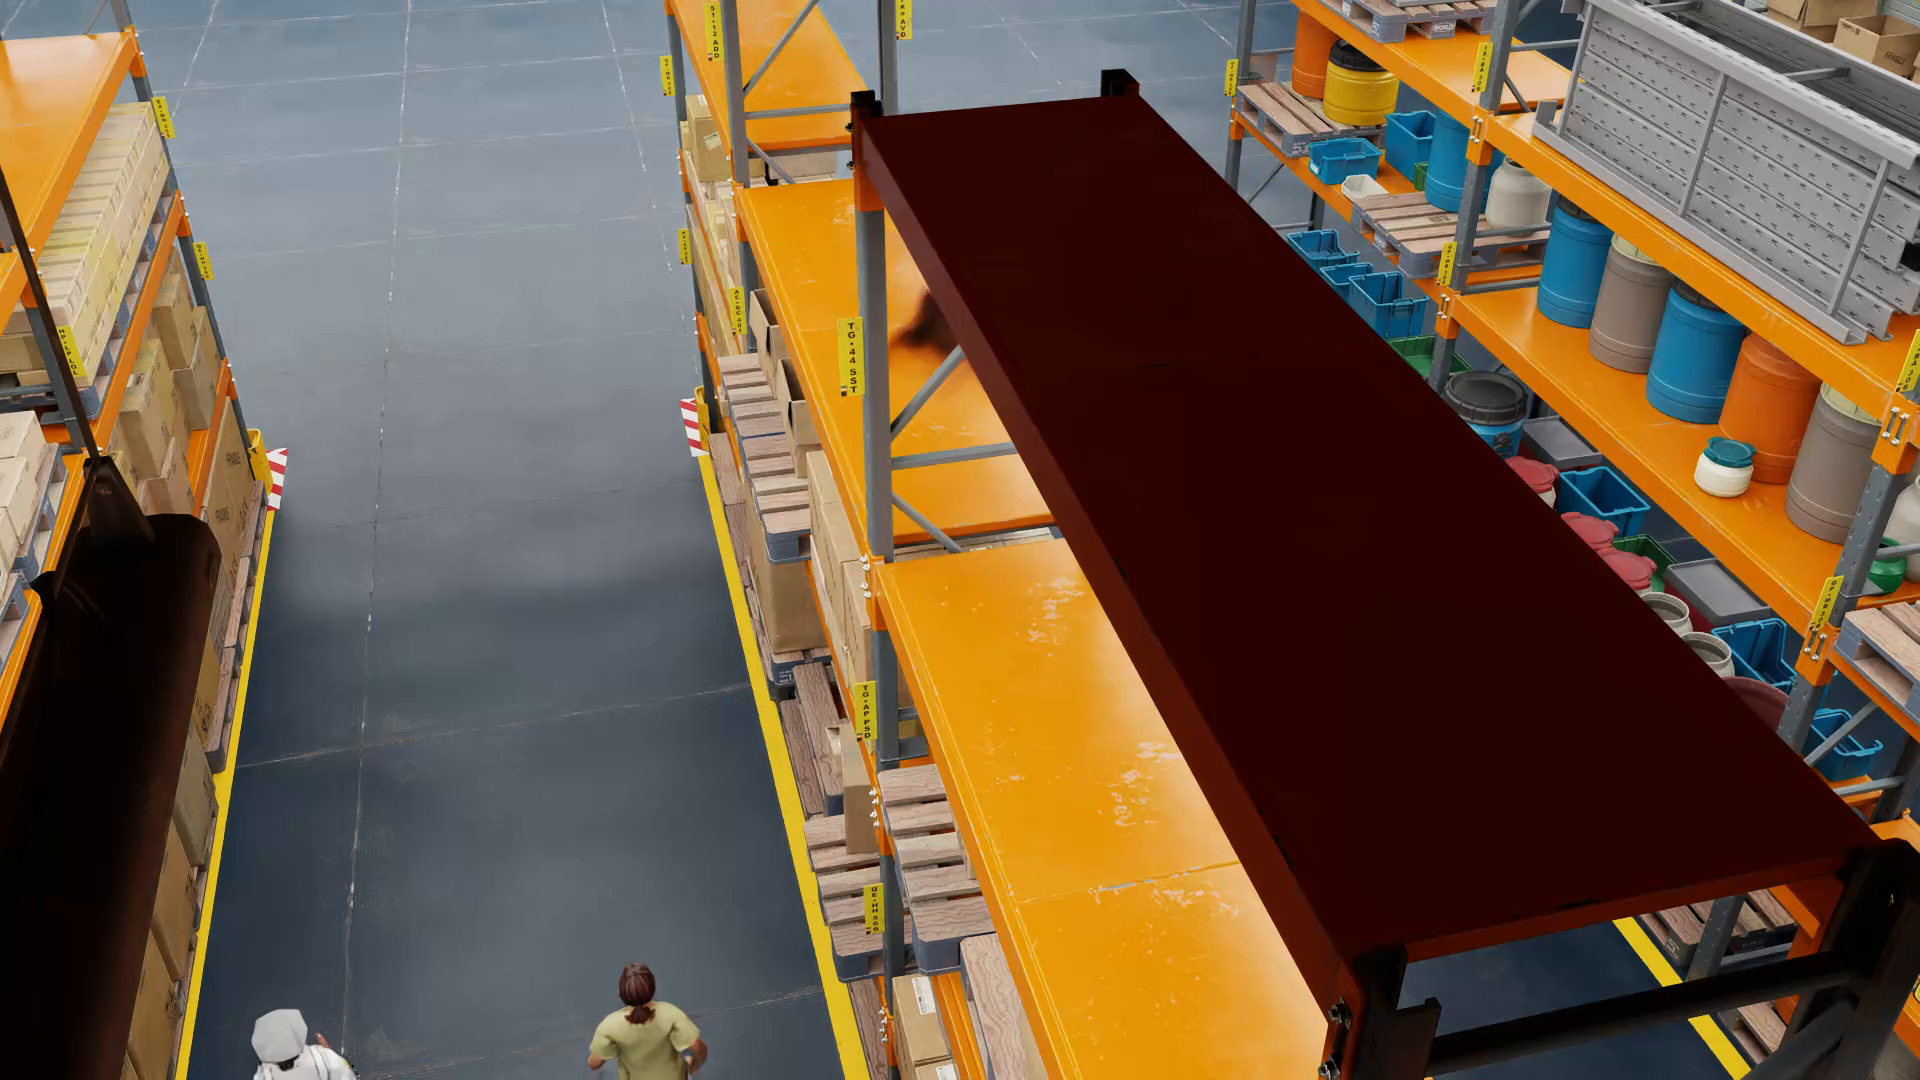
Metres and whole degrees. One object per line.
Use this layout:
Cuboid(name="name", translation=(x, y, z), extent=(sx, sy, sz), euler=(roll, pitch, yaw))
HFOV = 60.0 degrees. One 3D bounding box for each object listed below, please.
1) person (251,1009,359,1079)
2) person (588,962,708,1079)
Cuboid(name="person", translation=(-3.246, 2.932, 8.336), extent=(0.555, 1.727, 0.660), euler=(-9, 36, -13))
Cuboid(name="person", translation=(-1.603, 2.764, 8.617), extent=(0.592, 1.638, 0.485), euler=(-10, 36, -14))
